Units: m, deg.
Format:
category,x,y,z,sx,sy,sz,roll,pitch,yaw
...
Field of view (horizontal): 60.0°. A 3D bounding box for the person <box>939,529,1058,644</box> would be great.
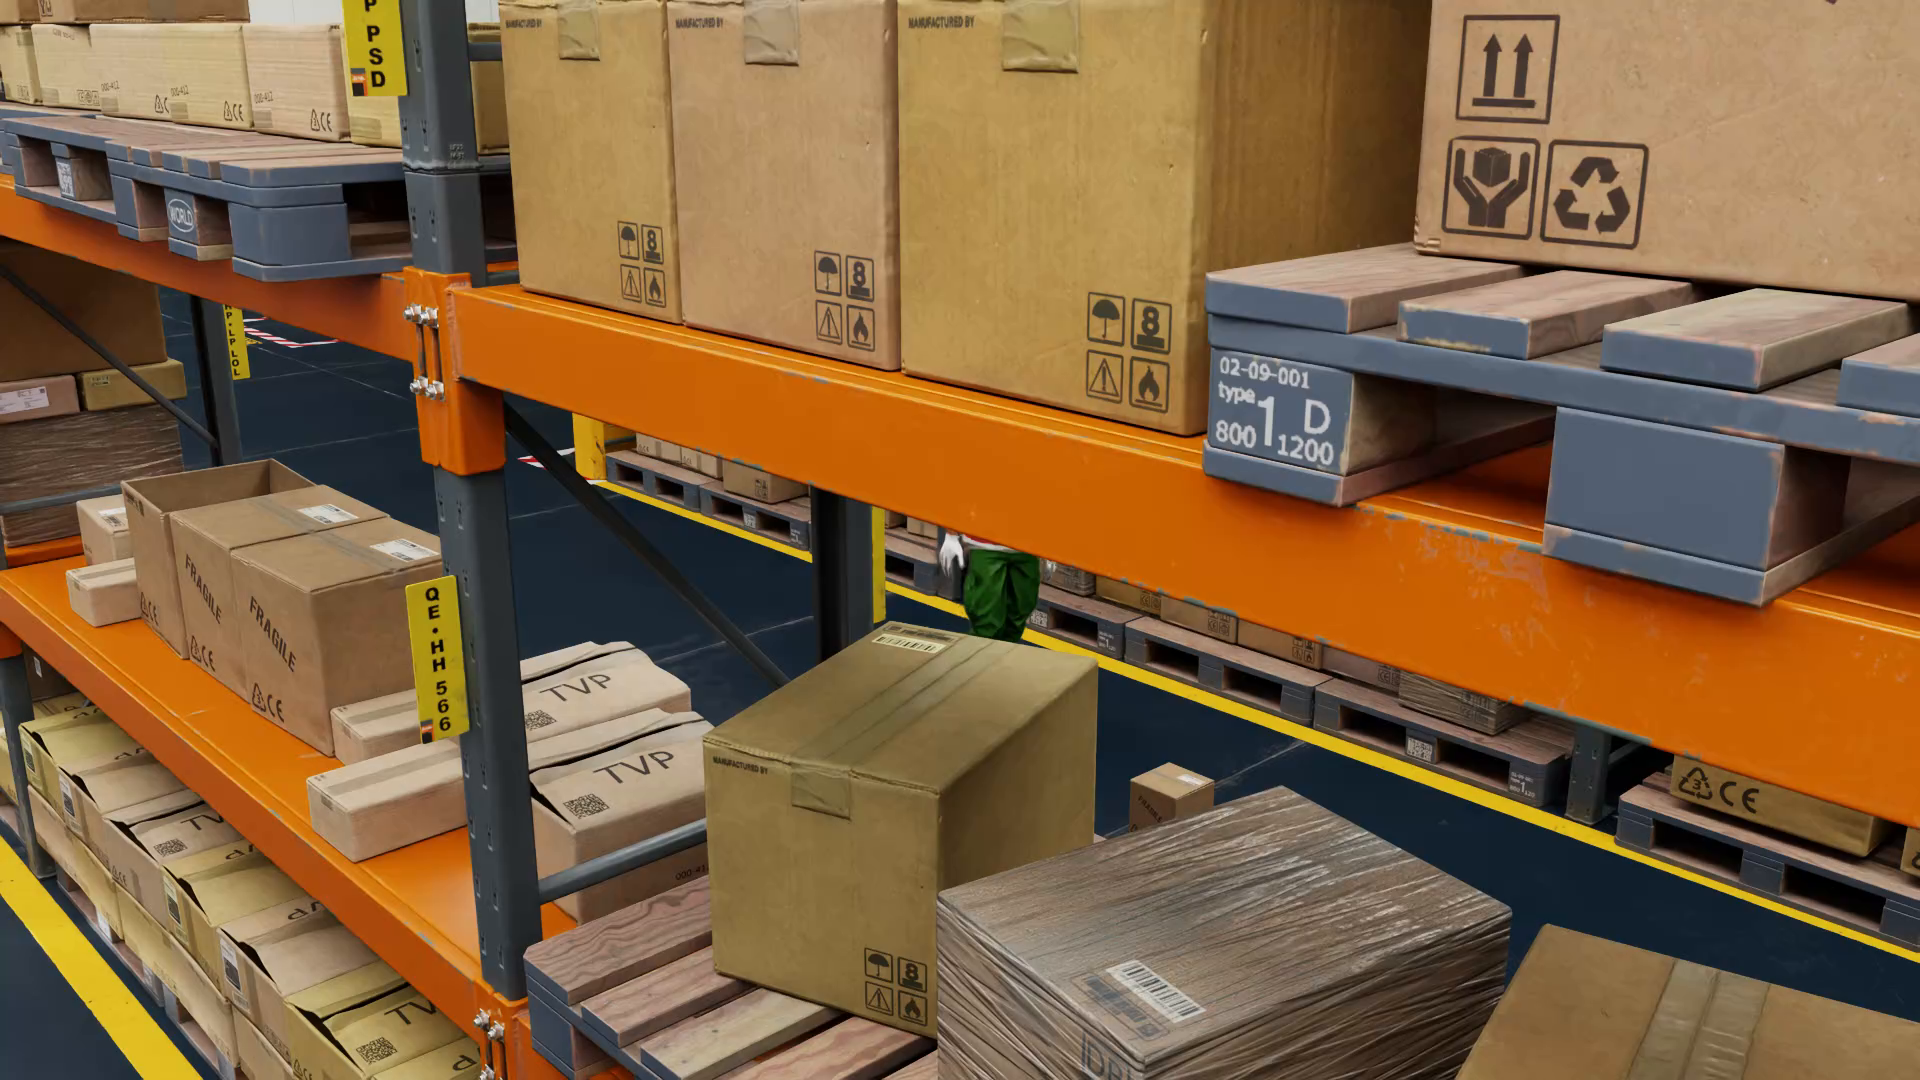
category,x,y,z,sx,sy,sz,roll,pitch,yaw
person,0.206,0.032,7.859,0.585,1.777,0.501,-7,19,-23
